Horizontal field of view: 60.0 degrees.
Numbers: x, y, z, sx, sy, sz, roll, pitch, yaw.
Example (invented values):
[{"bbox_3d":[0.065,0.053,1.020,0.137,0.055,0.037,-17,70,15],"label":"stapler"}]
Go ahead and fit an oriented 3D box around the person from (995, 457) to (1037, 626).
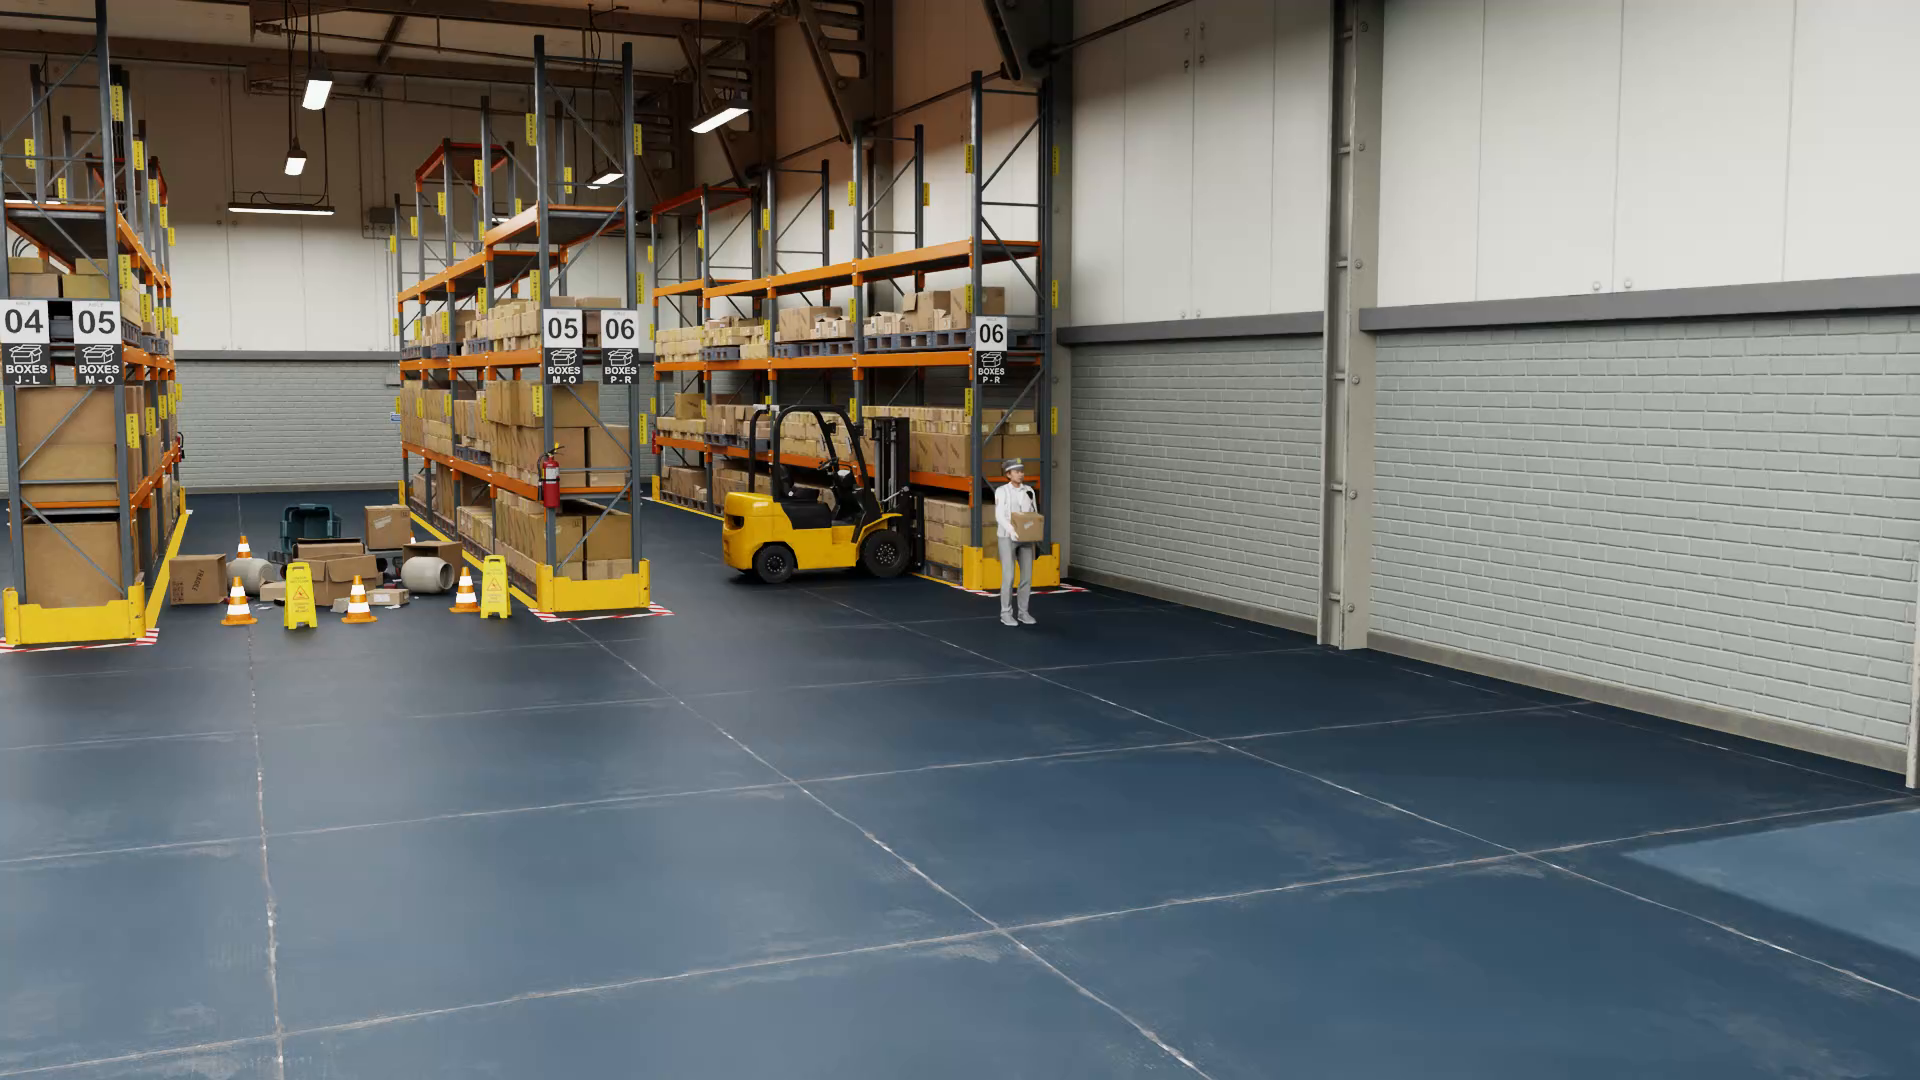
[{"bbox_3d":[0.589,0.012,16.771,0.459,1.687,0.556,-2,6,-23],"label":"person"}]
